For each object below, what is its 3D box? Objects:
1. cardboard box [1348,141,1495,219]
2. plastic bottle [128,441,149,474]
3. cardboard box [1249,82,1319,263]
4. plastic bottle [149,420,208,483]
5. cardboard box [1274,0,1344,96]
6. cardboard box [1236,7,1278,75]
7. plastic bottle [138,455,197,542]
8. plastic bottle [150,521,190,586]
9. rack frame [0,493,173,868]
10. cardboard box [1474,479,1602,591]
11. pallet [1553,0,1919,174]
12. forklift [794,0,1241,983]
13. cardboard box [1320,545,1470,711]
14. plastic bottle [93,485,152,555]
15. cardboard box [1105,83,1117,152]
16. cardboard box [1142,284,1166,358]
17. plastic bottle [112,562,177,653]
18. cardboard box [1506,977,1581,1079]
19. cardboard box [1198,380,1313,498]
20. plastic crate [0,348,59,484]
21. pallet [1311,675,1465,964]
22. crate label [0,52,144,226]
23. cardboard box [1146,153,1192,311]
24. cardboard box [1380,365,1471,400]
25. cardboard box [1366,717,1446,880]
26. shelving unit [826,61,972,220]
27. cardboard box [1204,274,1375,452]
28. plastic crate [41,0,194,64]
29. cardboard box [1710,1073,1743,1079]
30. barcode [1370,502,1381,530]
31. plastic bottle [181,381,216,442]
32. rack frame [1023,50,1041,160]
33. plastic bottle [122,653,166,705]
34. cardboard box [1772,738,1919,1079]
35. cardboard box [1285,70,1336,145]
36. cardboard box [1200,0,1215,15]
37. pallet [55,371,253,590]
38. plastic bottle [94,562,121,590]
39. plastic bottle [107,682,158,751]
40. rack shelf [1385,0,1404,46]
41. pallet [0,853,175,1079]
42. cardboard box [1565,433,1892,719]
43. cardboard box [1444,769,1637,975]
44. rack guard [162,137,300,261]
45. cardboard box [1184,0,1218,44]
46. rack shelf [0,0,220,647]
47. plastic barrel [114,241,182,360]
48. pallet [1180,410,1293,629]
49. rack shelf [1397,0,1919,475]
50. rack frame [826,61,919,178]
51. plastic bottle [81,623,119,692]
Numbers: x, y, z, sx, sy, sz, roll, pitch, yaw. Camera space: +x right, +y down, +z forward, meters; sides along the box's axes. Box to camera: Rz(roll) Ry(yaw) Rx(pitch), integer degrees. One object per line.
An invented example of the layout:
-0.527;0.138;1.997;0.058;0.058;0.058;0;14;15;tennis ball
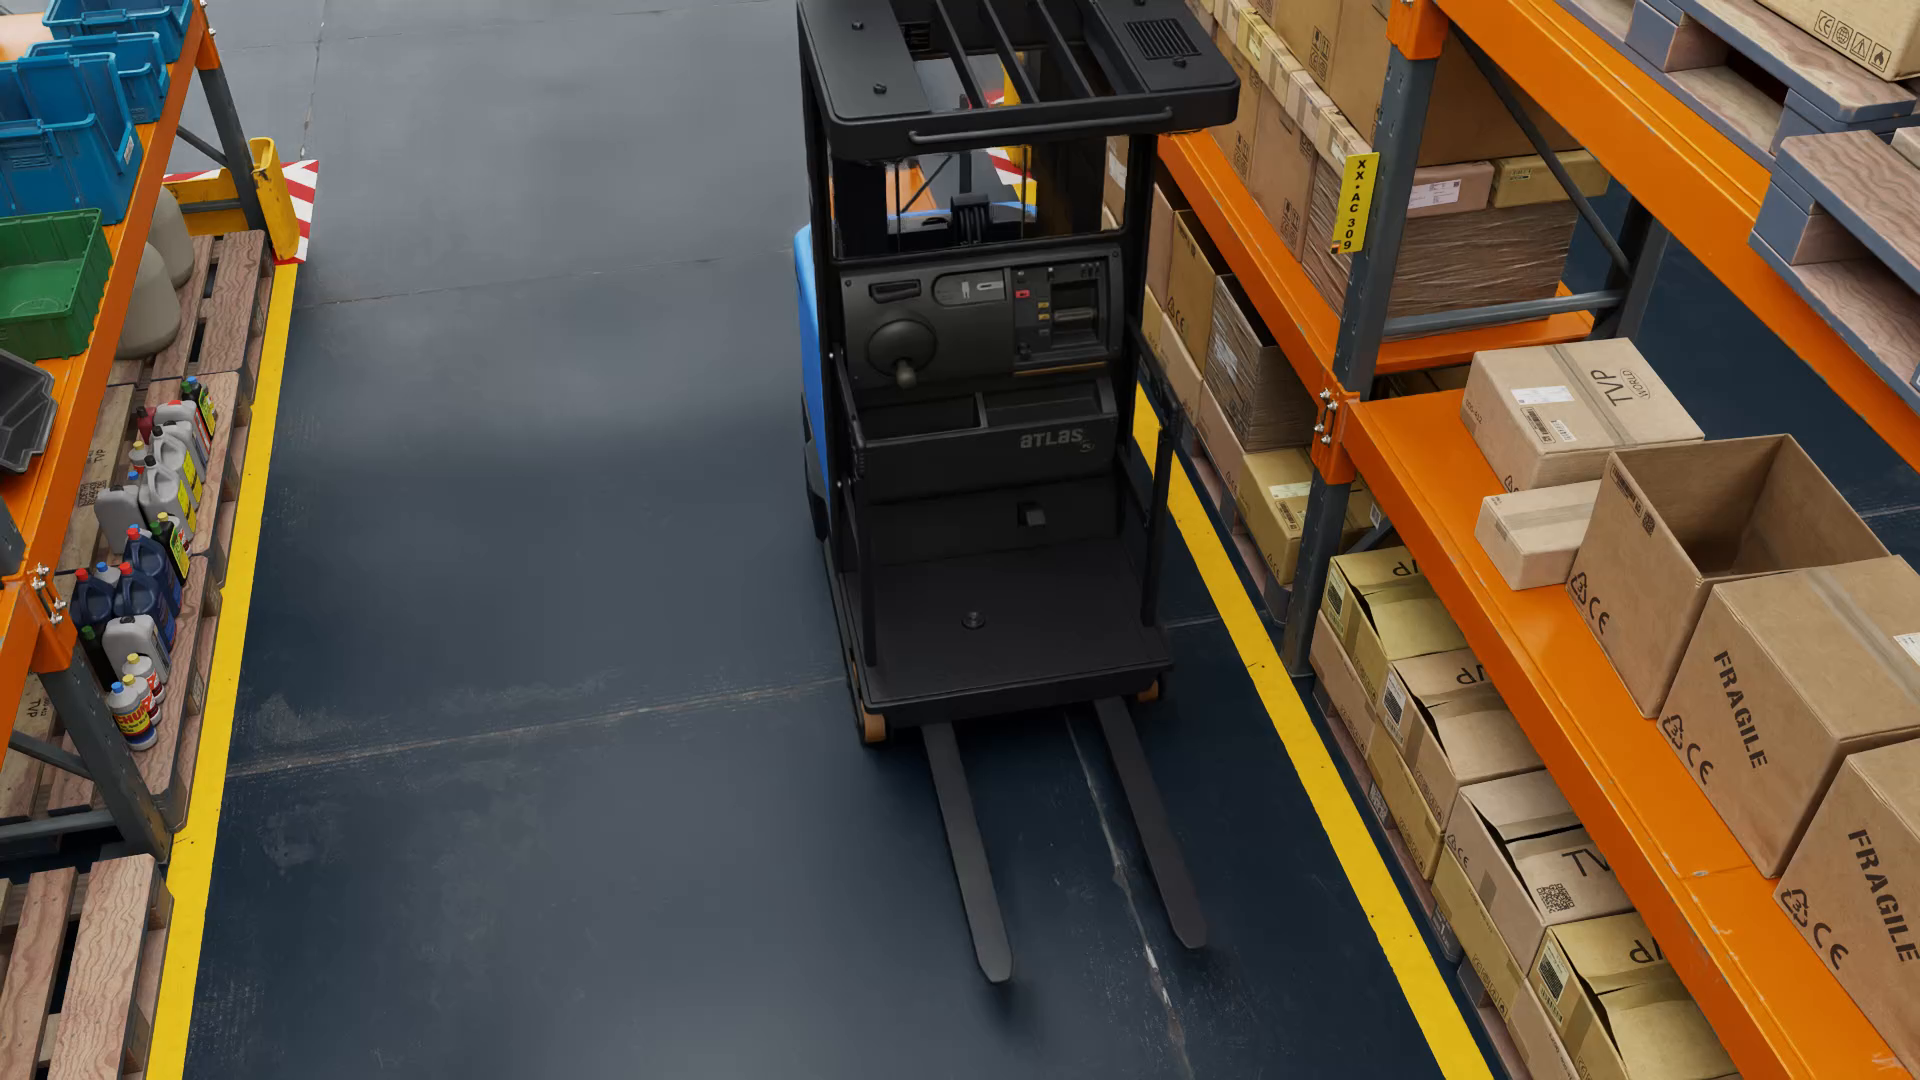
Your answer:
1.434;-1.140;5.211;0.380;0.149;0.250;-8;42;-9;cardboard box
-3.235;-0.303;6.609;0.097;0.201;0.097;0;42;0;plastic bottle
1.480;-1.380;5.970;0.700;0.500;0.500;-9;42;-10;cardboard box
-3.117;-0.361;6.618;0.152;0.276;0.135;-9;42;-10;plastic bottle
1.490;-1.851;5.524;0.700;0.500;0.500;-8;42;-9;cardboard box
1.216;-1.800;5.954;0.380;0.149;0.250;-9;42;-9;cardboard box
-3.037;-0.162;6.337;0.144;0.351;0.185;-9;42;-10;plastic bottle
-2.940;0.026;6.176;0.061;0.283;0.133;-7;42;-7;plastic bottle
-3.136;-0.007;4.499;1.000;3.000;0.127;-8;42;-9;rack frame
1.693;-0.017;4.699;0.380;0.149;0.250;-8;42;-9;cardboard box
1.905;-1.195;3.721;0.805;0.209;1.217;-10;43;-11;pallet
0.124;-0.644;5.268;1.130;2.935;3.031;-8;42;-8;forklift
1.548;0.250;5.541;0.500;0.311;0.500;-8;42;-9;cardboard box
-3.176;-0.096;6.319;0.152;0.276;0.135;-8;42;-9;plastic bottle
0.847;-2.013;7.949;0.500;0.500;0.500;-8;42;-9;cardboard box
1.059;-1.084;7.467;0.500;0.250;0.500;-8;42;-9;cardboard box
-2.905;0.236;5.888;0.144;0.351;0.185;-7;42;-8;plastic bottle
1.879;1.450;4.612;0.500;0.250;0.500;-8;42;-8;cardboard box
1.290;-0.438;6.739;0.500;0.250;0.500;-8;42;-9;cardboard box
-3.124;-0.342;4.922;0.767;0.338;0.504;-8;42;-9;plastic crate
1.899;0.800;5.690;1.003;0.211;1.213;-8;42;-9;pallet
-3.338;-1.459;6.108;0.502;0.435;0.616;-8;42;-9;crate label
1.058;-1.365;7.218;0.500;0.500;0.500;-8;42;-9;cardboard box
1.907;-0.469;6.209;0.500;0.500;0.500;-8;42;-9;cardboard box
1.656;0.785;5.361;0.500;0.250;0.500;-7;42;-8;cardboard box
-0.318;-1.453;7.258;0.587;1.500;1.083;-9;42;-10;shelving unit
1.292;-0.719;6.490;0.500;0.500;0.500;-8;42;-9;cardboard box
-3.599;-2.263;7.152;0.499;0.251;0.616;-8;42;-9;plastic crate
1.987;1.572;4.052;0.500;0.311;0.500;-9;42;-10;cardboard box
1.350;-0.078;5.407;0.001;0.075;0.075;-8;42;-9;barcode
-3.131;-0.548;6.823;0.061;0.283;0.133;-7;42;-8;plastic bottle
0.838;-3.308;8.217;1.000;3.000;0.127;-8;42;-9;rack frame
-2.820;0.473;5.734;0.097;0.201;0.097;0;42;0;plastic bottle
2.187;0.755;3.564;0.500;0.500;0.500;-10;43;-12;cardboard box
1.324;-1.470;5.583;0.380;0.149;0.250;-10;42;-11;cardboard box
1.101;-2.135;6.332;0.380;0.149;0.250;-7;42;-8;cardboard box
-3.507;-0.198;6.814;1.003;0.211;1.213;-8;42;-9;pallet
-3.054;0.189;6.001;0.097;0.271;0.097;0;42;0;plastic bottle
-2.776;0.579;5.562;0.097;0.271;0.097;0;42;0;plastic bottle
1.270;-2.864;5.999;1.077;0.370;4.000;-8;42;-9;rack shelf
-2.928;1.539;4.857;1.003;0.211;1.213;-8;42;-9;pallet
1.965;0.090;4.314;0.500;0.500;0.500;-6;42;-6;cardboard box
1.764;0.911;4.797;0.500;0.311;0.500;-10;43;-11;cardboard box
-3.937;-1.623;8.202;1.175;0.500;0.348;-8;42;-9;rack guard
1.264;-2.037;6.710;0.700;0.500;0.500;-7;42;-8;cardboard box
-3.567;-1.035;6.198;1.077;0.370;4.000;-8;42;-9;rack shelf
-3.674;-1.086;7.272;0.421;0.512;0.421;0;42;0;plastic barrel
1.571;-0.193;6.809;1.003;0.211;1.213;-8;42;-9;pallet
2.134;-0.271;3.078;1.077;0.370;4.000;-8;42;-9;rack shelf
-0.438;-1.788;7.634;0.500;1.500;0.032;-9;42;-10;rack frame
-2.977;0.385;5.772;0.061;0.283;0.133;-8;42;-9;plastic bottle
